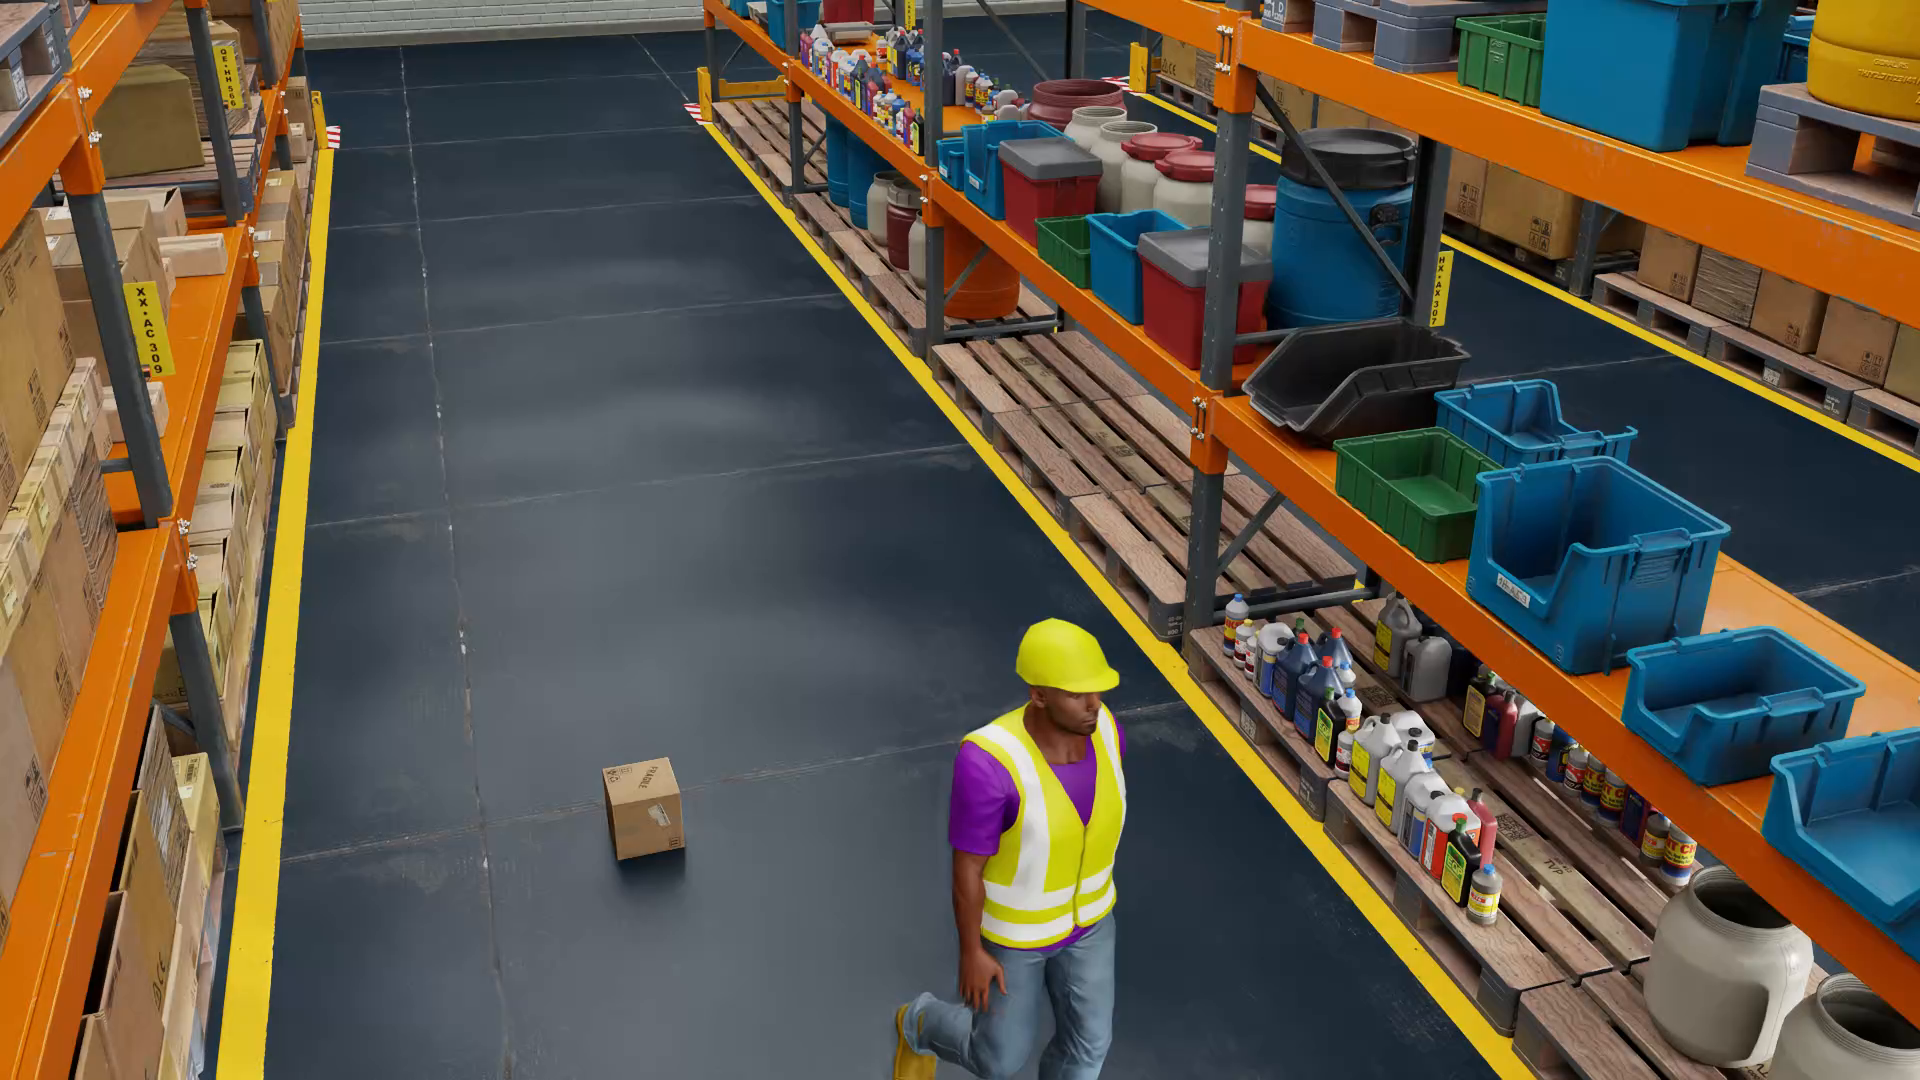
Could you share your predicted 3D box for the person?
[{"bbox_3d":[0.182,0.982,4.549,0.600,1.750,0.774,-18,31,-32],"label":"person"}]
